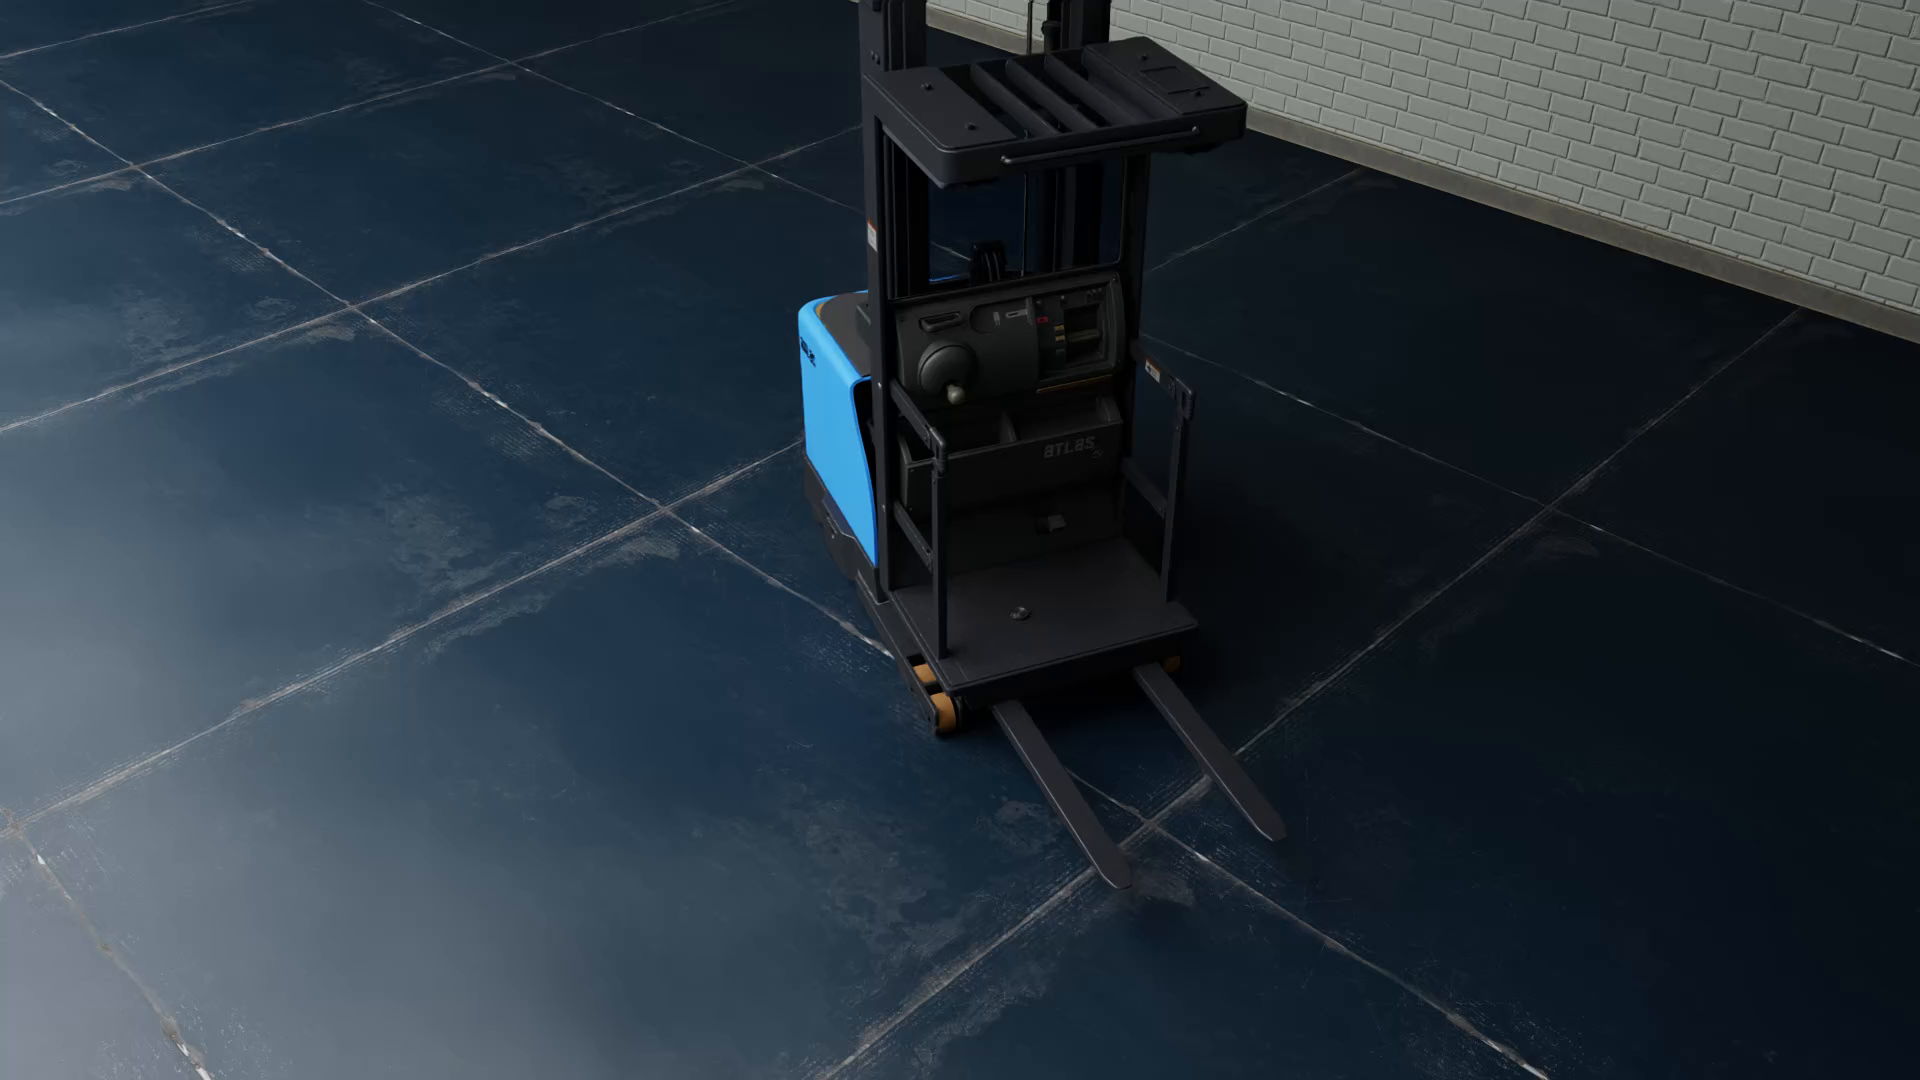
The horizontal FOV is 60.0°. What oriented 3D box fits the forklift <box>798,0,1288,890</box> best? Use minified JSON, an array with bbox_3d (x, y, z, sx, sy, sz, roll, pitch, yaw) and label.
[{"bbox_3d":[0.283,-0.704,6.198,1.130,2.935,3.031,-13,37,-18],"label":"forklift"}]
